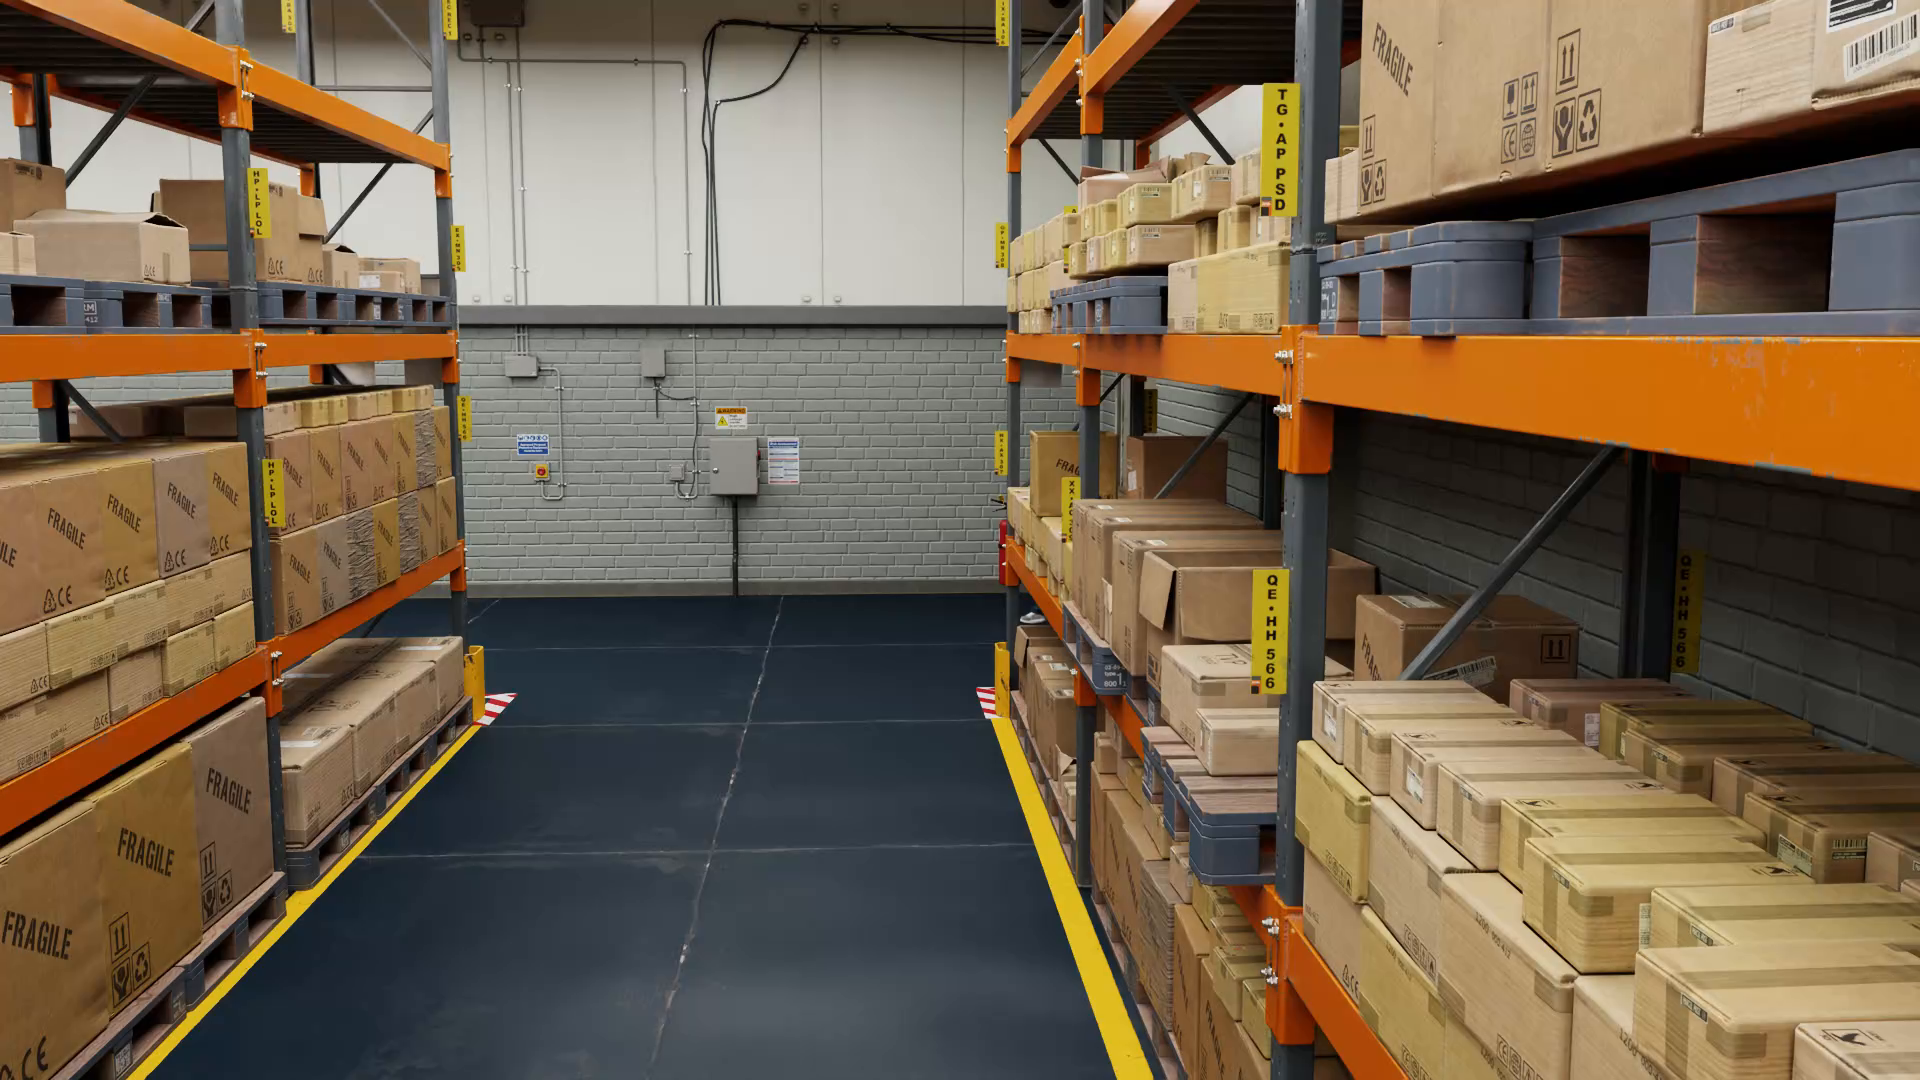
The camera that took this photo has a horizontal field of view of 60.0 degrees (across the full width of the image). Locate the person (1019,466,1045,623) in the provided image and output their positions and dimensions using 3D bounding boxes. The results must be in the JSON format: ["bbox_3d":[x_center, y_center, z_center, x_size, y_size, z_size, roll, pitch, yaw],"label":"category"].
[{"bbox_3d":[0.897,0.013,16.196,0.598,1.588,0.475,5,8,34],"label":"person"}]
